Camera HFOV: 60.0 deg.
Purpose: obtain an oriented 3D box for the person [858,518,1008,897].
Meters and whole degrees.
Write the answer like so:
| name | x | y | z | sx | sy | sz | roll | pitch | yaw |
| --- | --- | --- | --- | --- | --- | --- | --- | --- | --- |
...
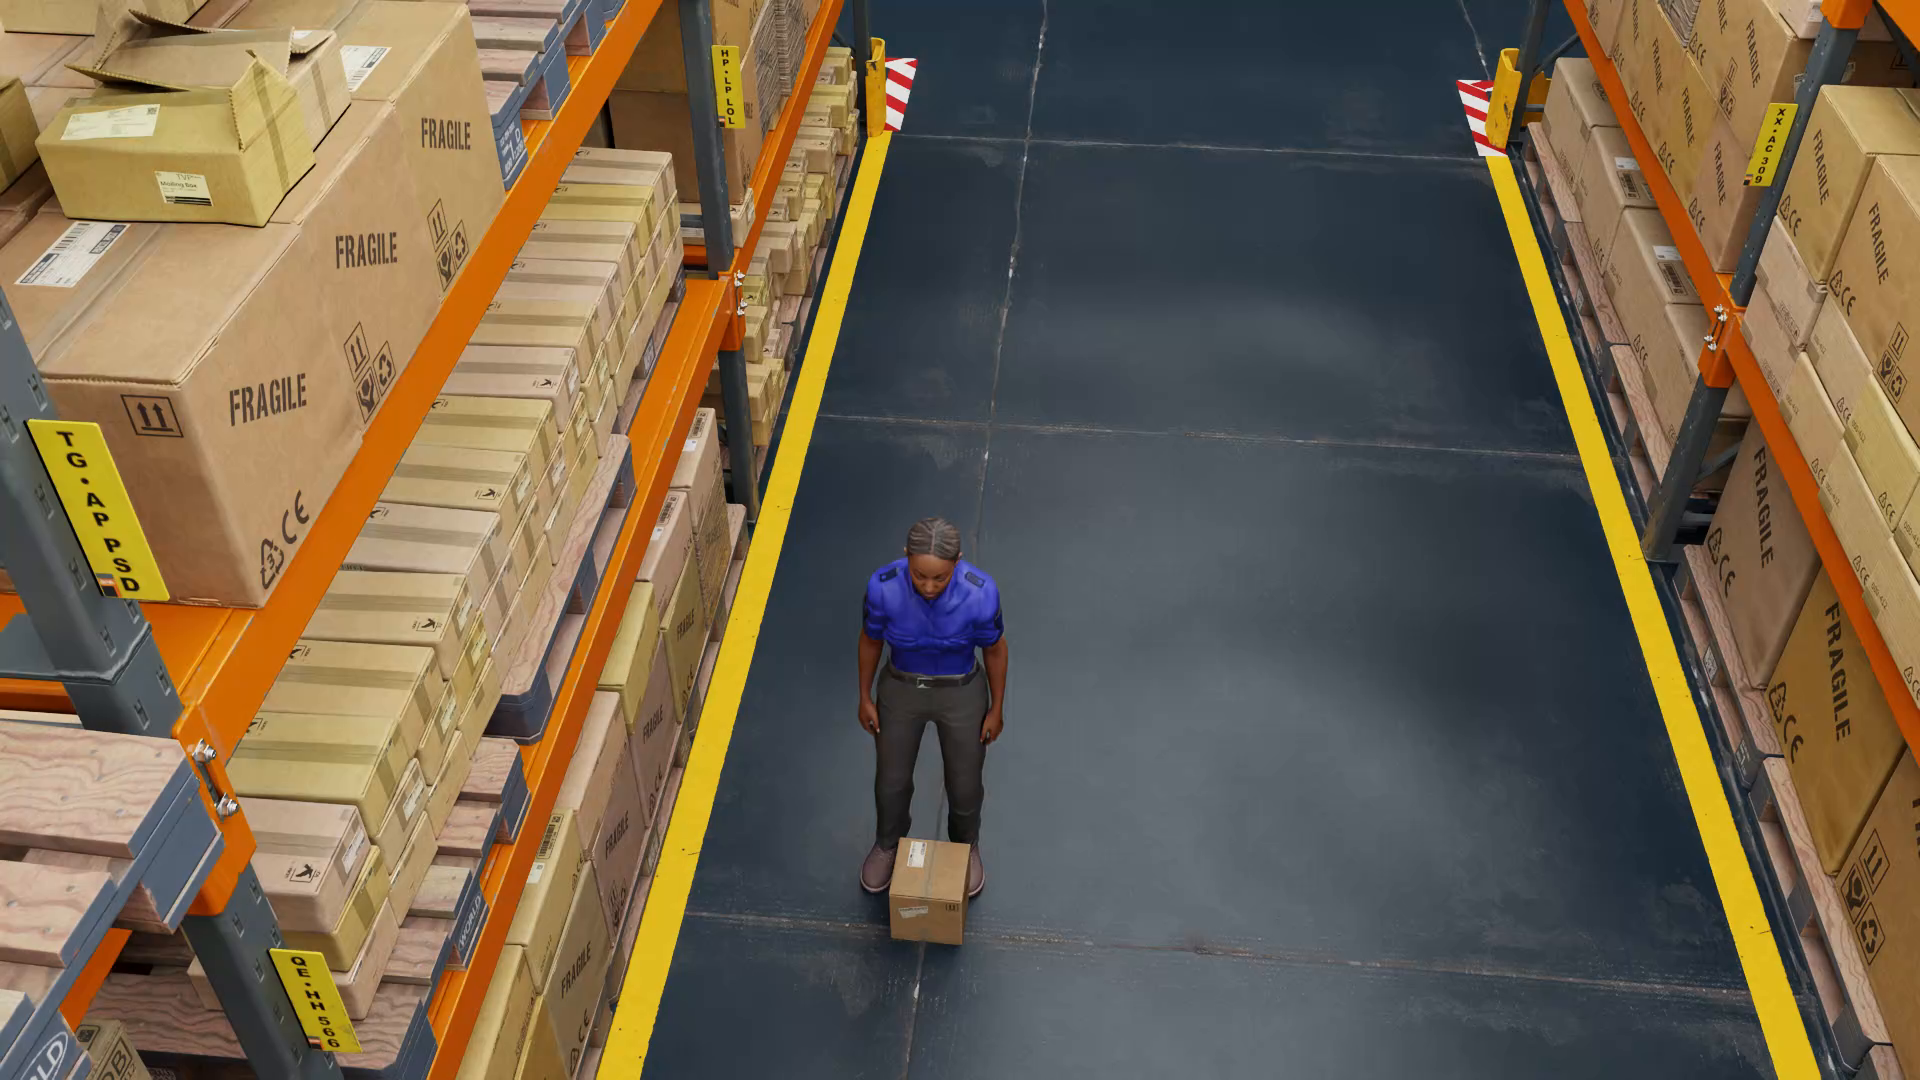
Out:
| name | x | y | z | sx | sy | sz | roll | pitch | yaw |
| --- | --- | --- | --- | --- | --- | --- | --- | --- | --- |
| person | -0.098 | 0.539 | 5.525 | 0.504 | 1.655 | 0.349 | 3 | 40 | 4 |
